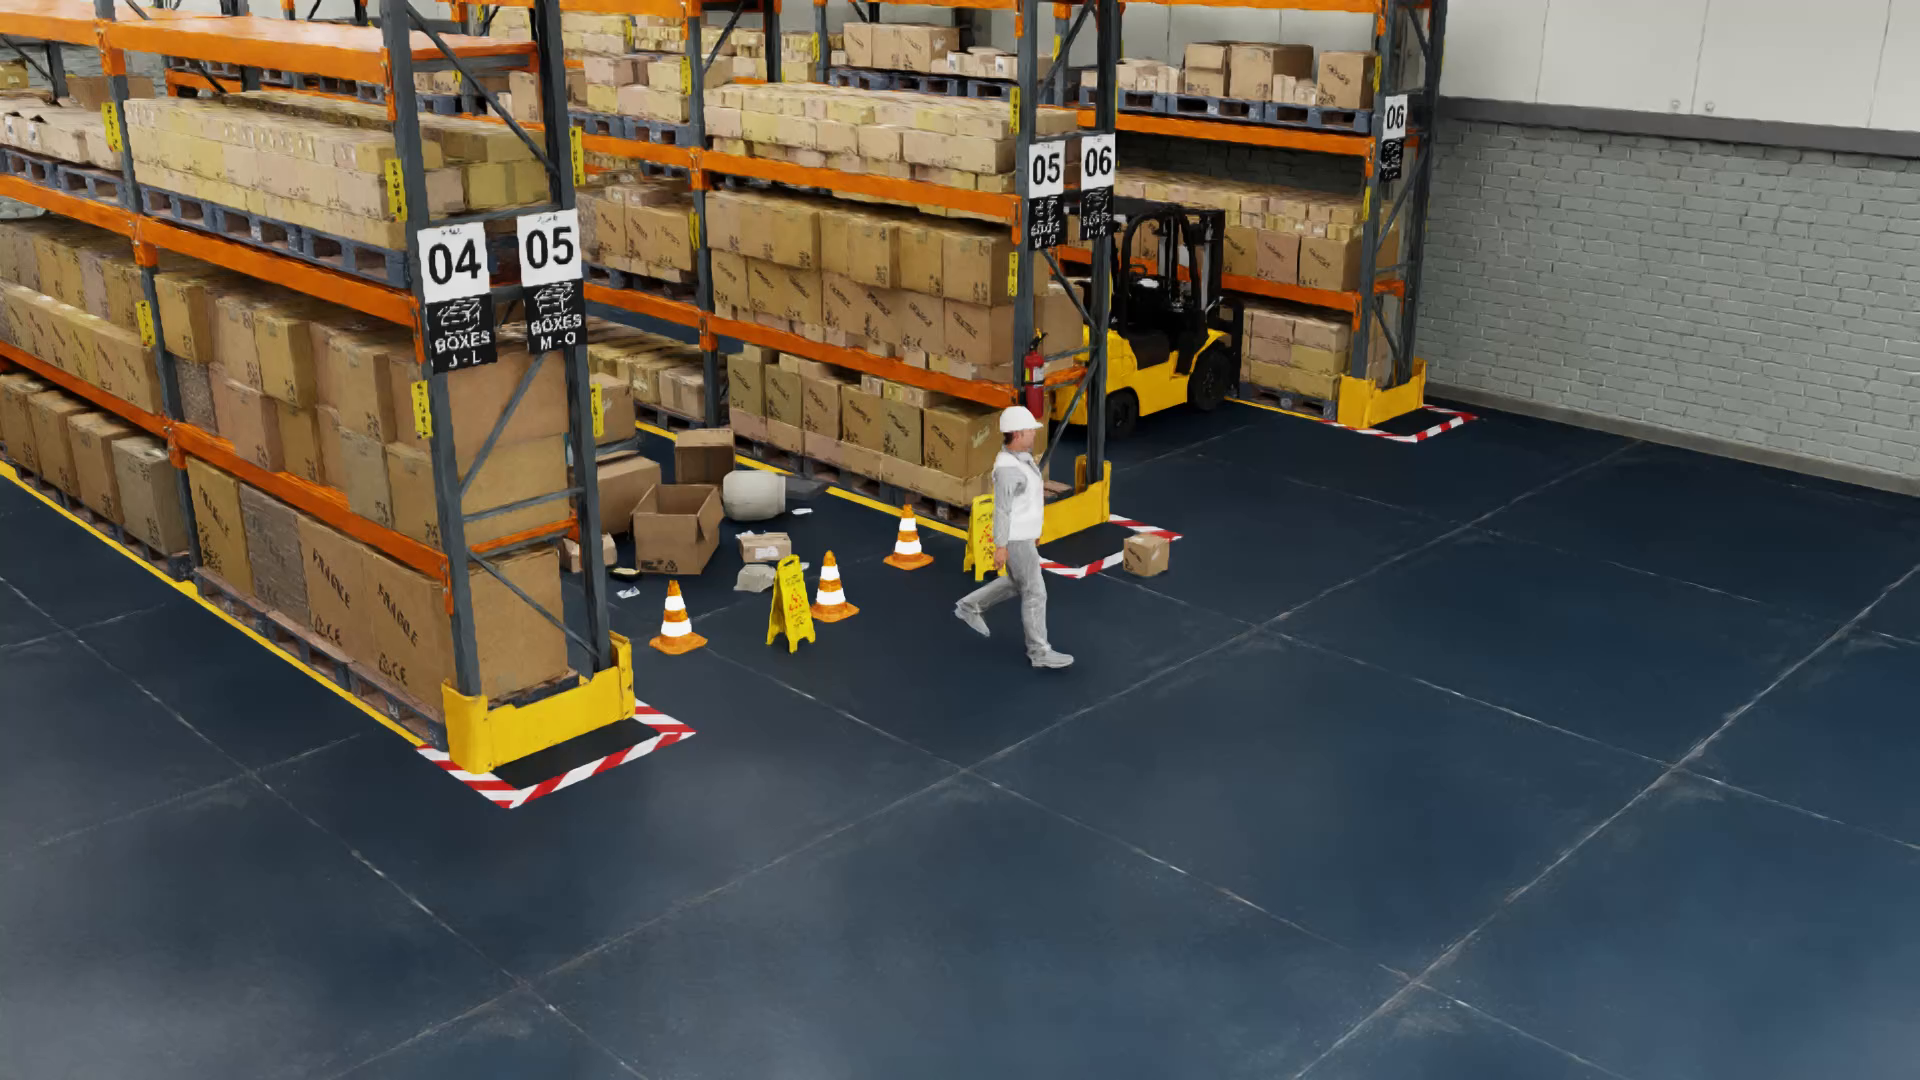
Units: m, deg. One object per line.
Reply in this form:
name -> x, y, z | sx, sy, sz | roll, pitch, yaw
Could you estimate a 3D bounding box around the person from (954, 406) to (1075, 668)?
person -> 0.368, -0.042, 11.165 | 0.833, 1.755, 0.584 | 1, 20, 3
